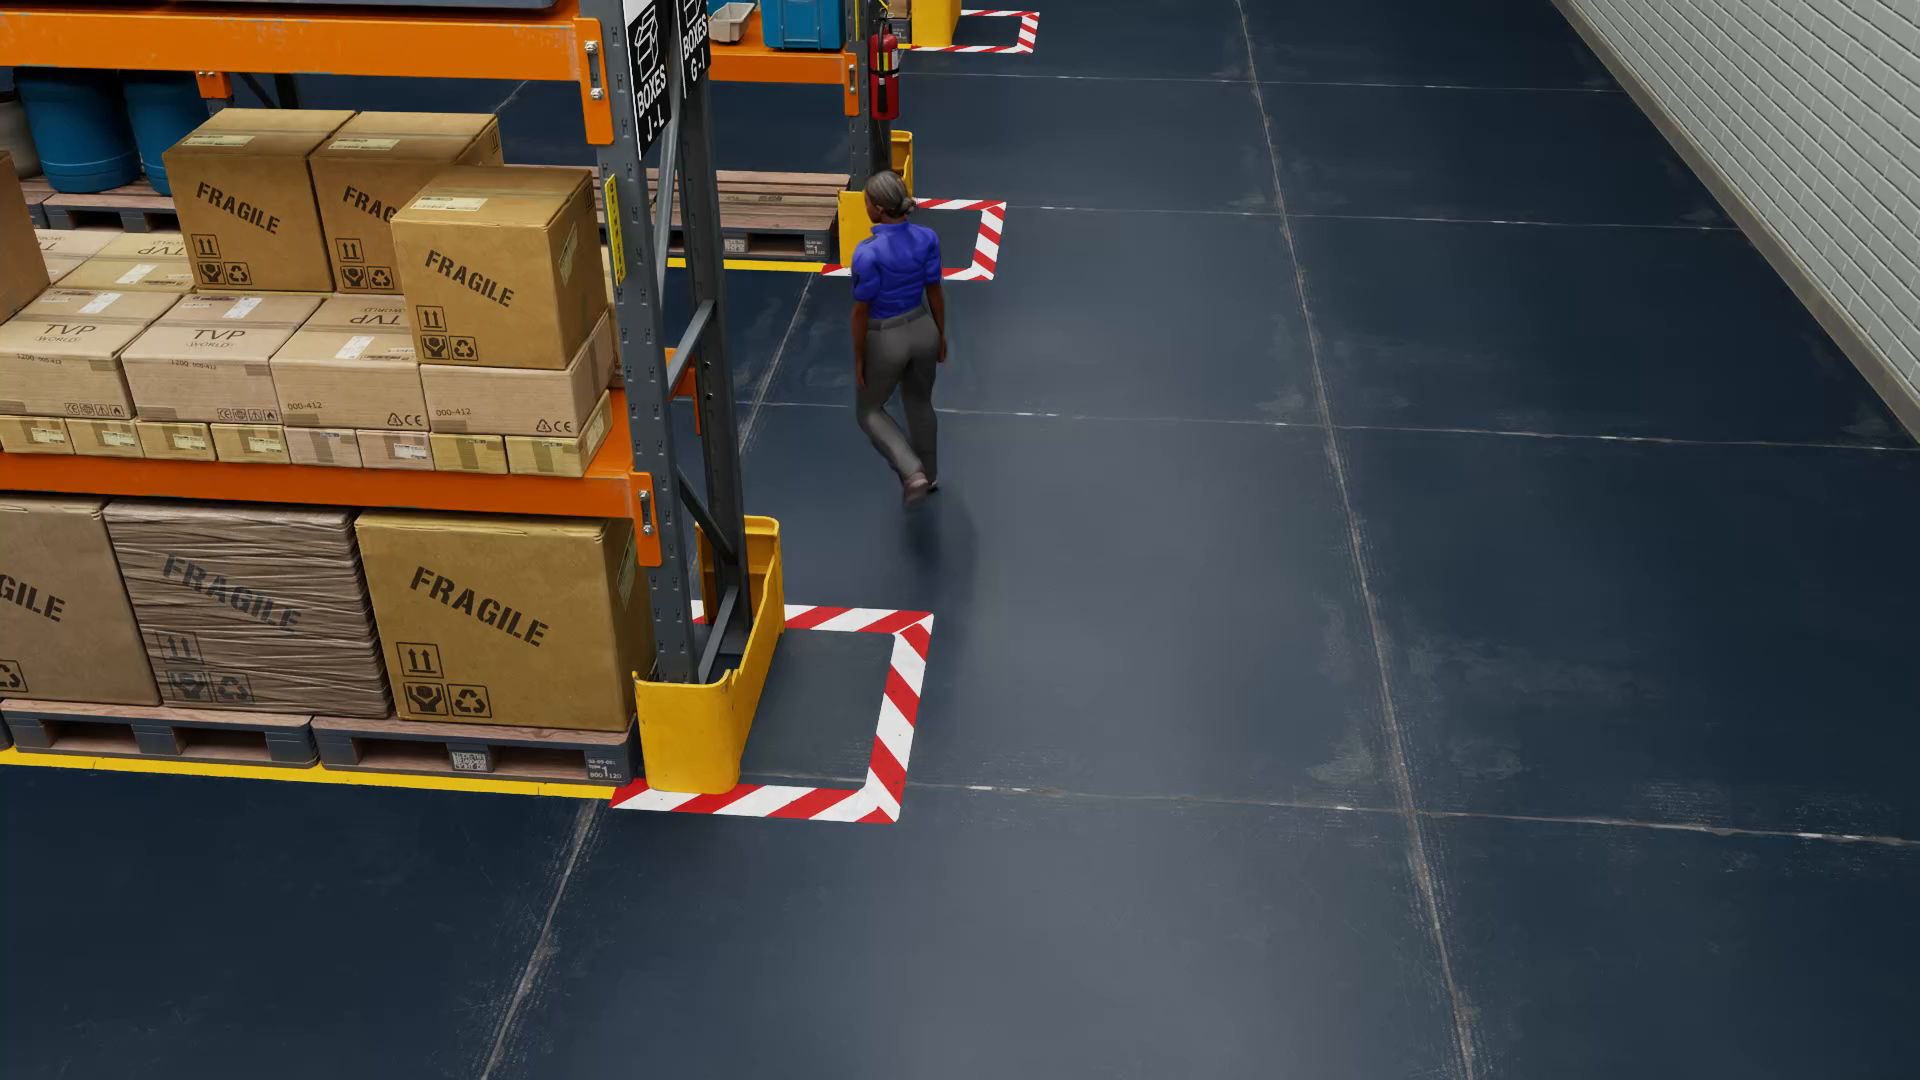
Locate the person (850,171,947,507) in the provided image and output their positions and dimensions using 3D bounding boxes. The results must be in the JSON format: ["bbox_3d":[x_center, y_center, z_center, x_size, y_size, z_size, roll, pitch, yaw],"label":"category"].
[{"bbox_3d":[-0.261,-0.880,7.523,0.511,1.639,0.642,-17,36,-25],"label":"person"}]
